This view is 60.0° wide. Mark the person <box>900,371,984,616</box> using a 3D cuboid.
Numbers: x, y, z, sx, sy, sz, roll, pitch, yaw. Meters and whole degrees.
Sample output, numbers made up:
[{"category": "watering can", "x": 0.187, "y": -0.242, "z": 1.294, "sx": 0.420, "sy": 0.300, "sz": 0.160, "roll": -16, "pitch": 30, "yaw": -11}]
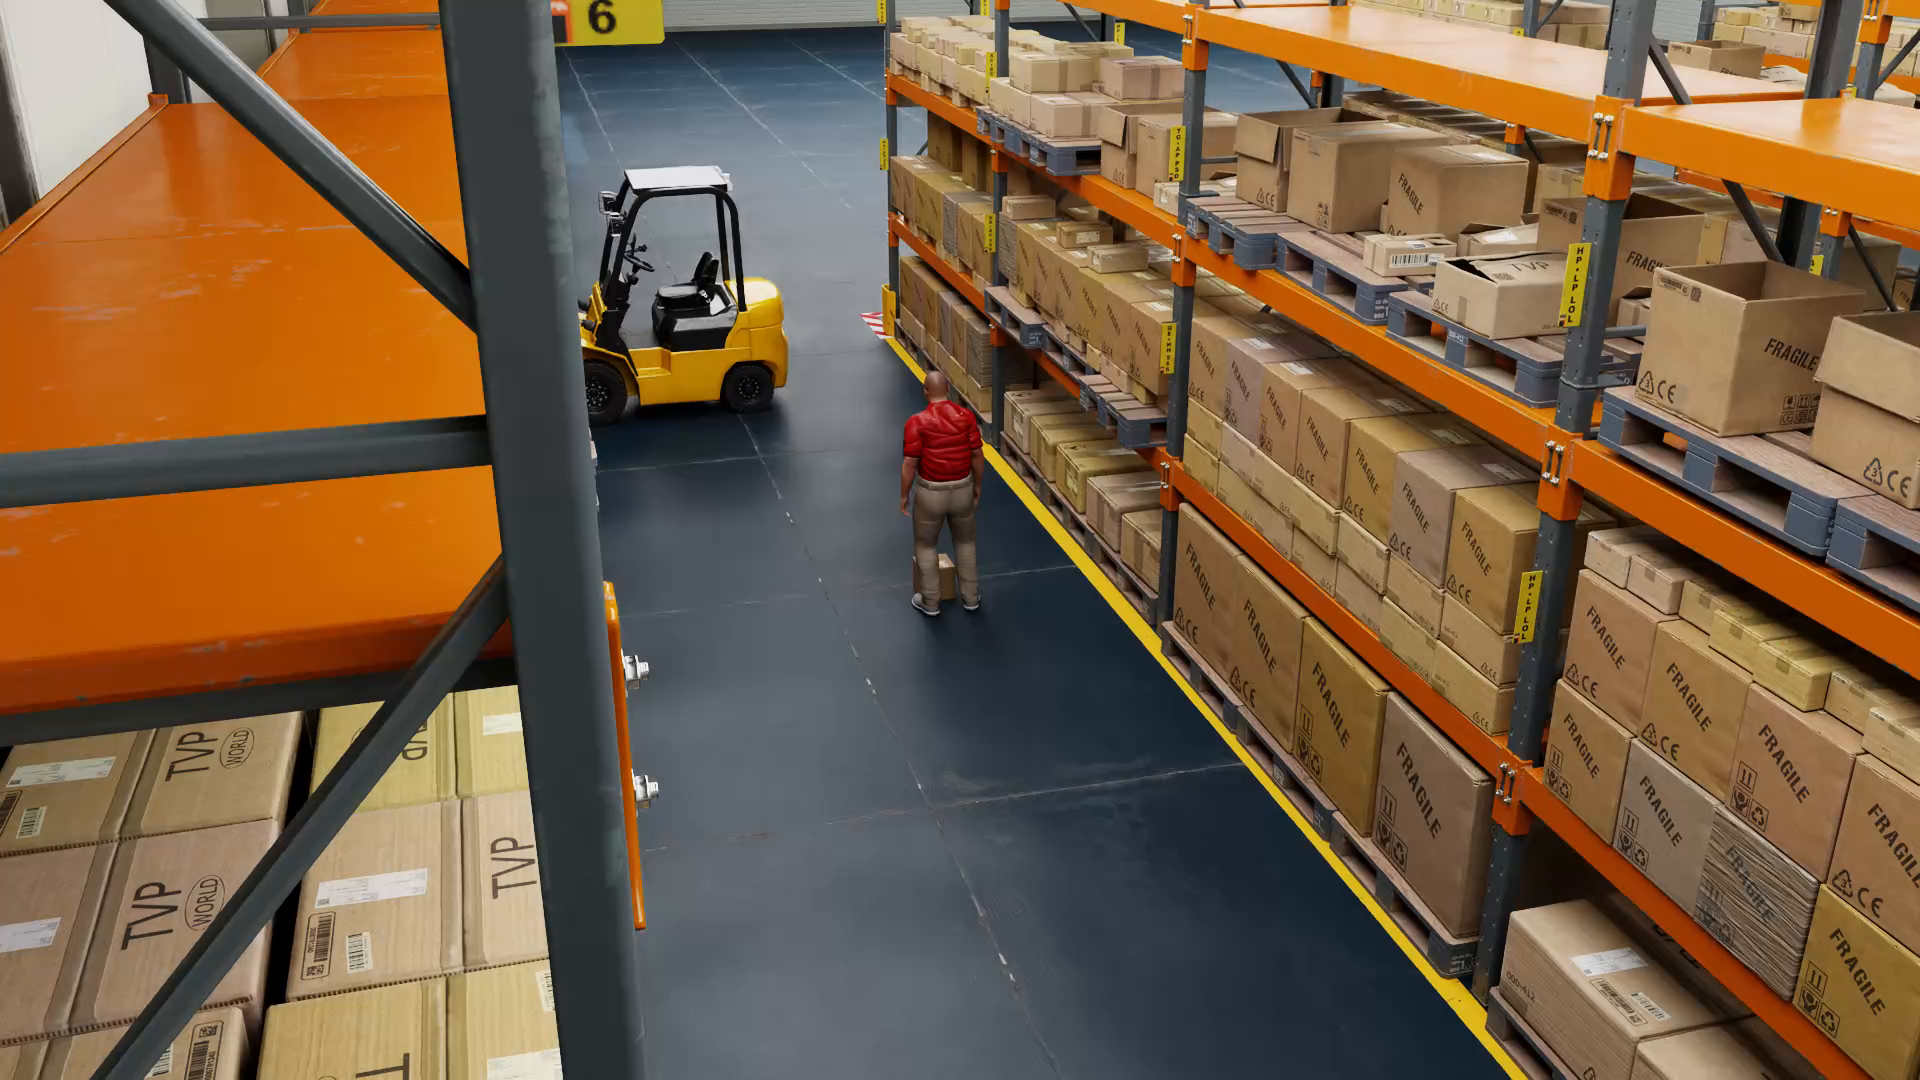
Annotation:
[{"category": "person", "x": -0.119, "y": -0.317, "z": 11.433, "sx": 0.605, "sy": 1.728, "sz": 0.385, "roll": -7, "pitch": 24, "yaw": -17}]
